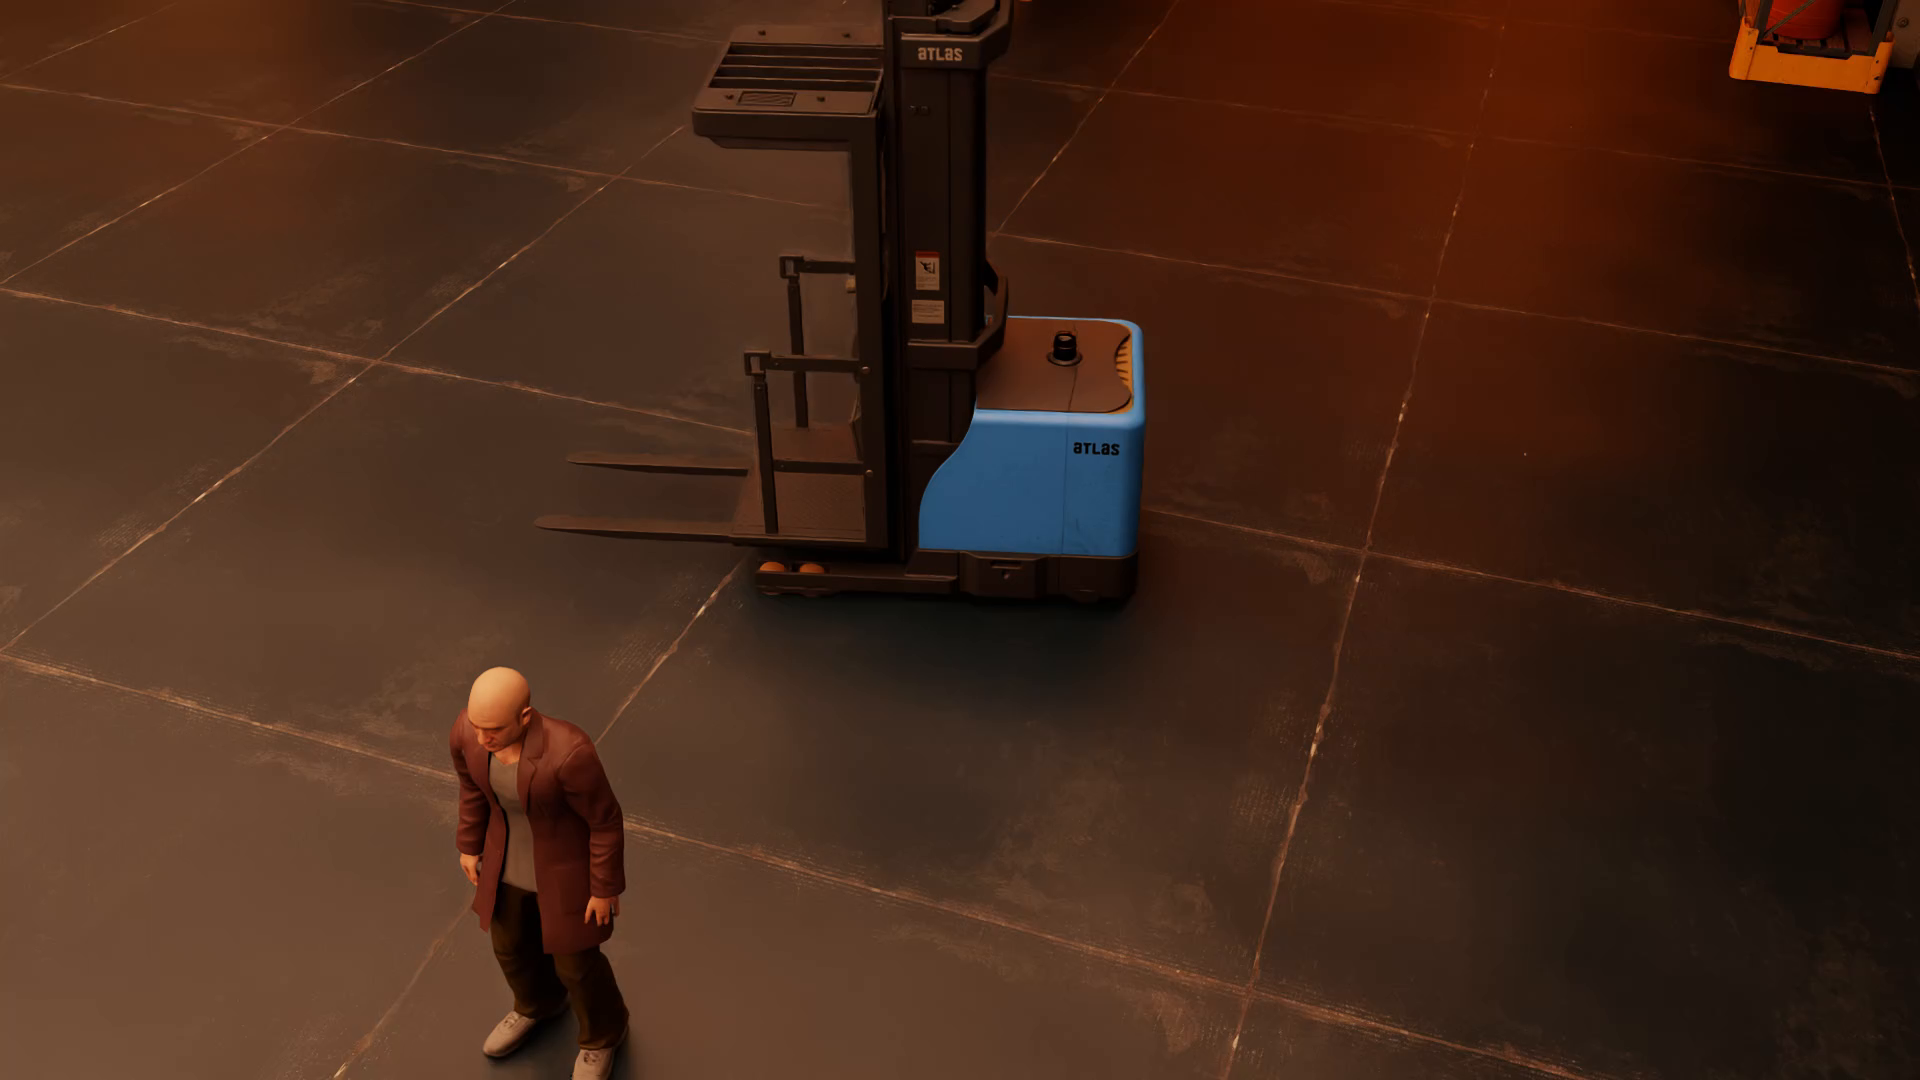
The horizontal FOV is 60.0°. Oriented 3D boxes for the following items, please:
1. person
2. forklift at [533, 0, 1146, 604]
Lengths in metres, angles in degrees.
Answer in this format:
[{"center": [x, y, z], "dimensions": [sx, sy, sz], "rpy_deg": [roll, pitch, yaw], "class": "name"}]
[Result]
[{"center": [-1.405, 1.103, 5.558], "dimensions": [0.644, 1.774, 0.436], "rpy_deg": [14, 38, 19], "class": "person"}, {"center": [-0.614, -1.215, 7.824], "dimensions": [3.031, 2.935, 1.130], "rpy_deg": [2, 35, 3], "class": "forklift"}]
